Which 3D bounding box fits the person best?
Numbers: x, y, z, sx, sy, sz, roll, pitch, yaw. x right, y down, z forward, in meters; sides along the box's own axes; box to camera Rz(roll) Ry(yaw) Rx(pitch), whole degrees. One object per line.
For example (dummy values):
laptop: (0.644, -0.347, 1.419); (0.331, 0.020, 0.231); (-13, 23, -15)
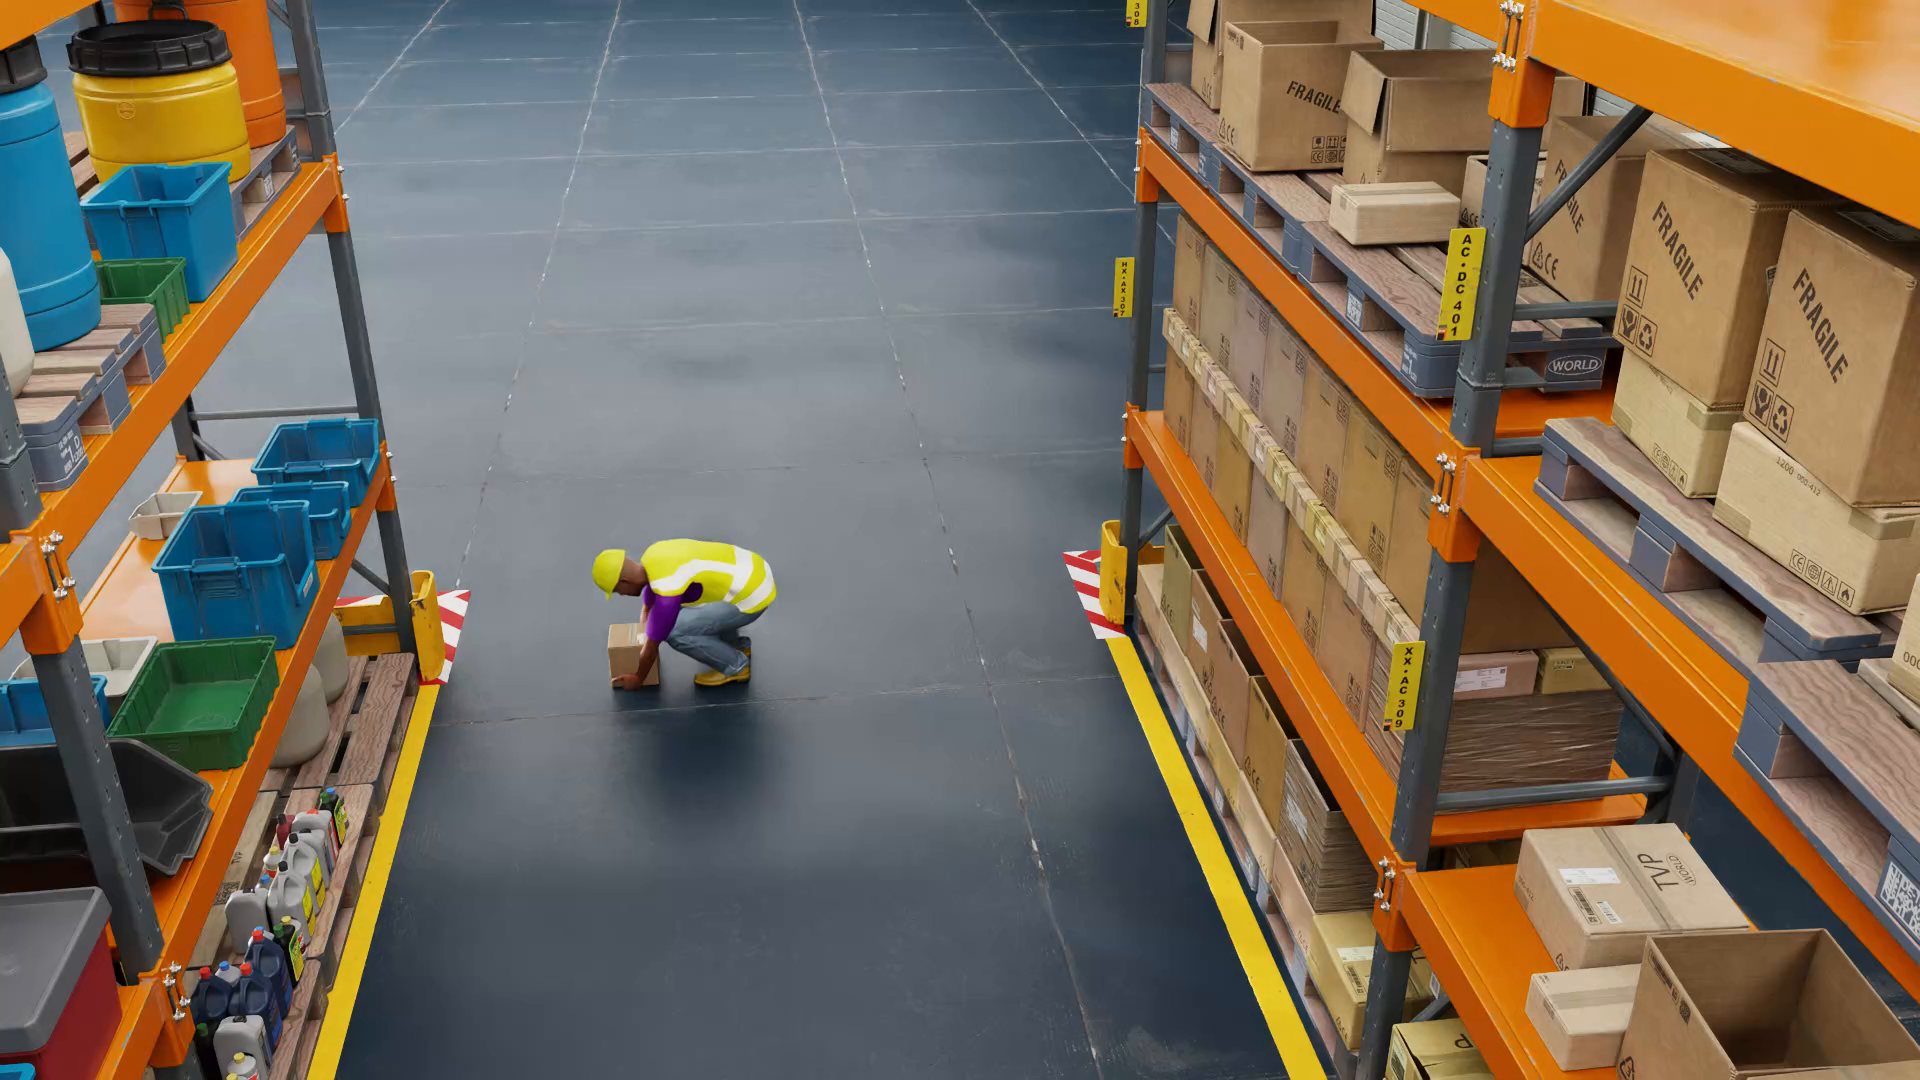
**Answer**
person: (-1.462, 0.390, 8.940); (0.954, 0.828, 0.529); (-4, 27, -8)
